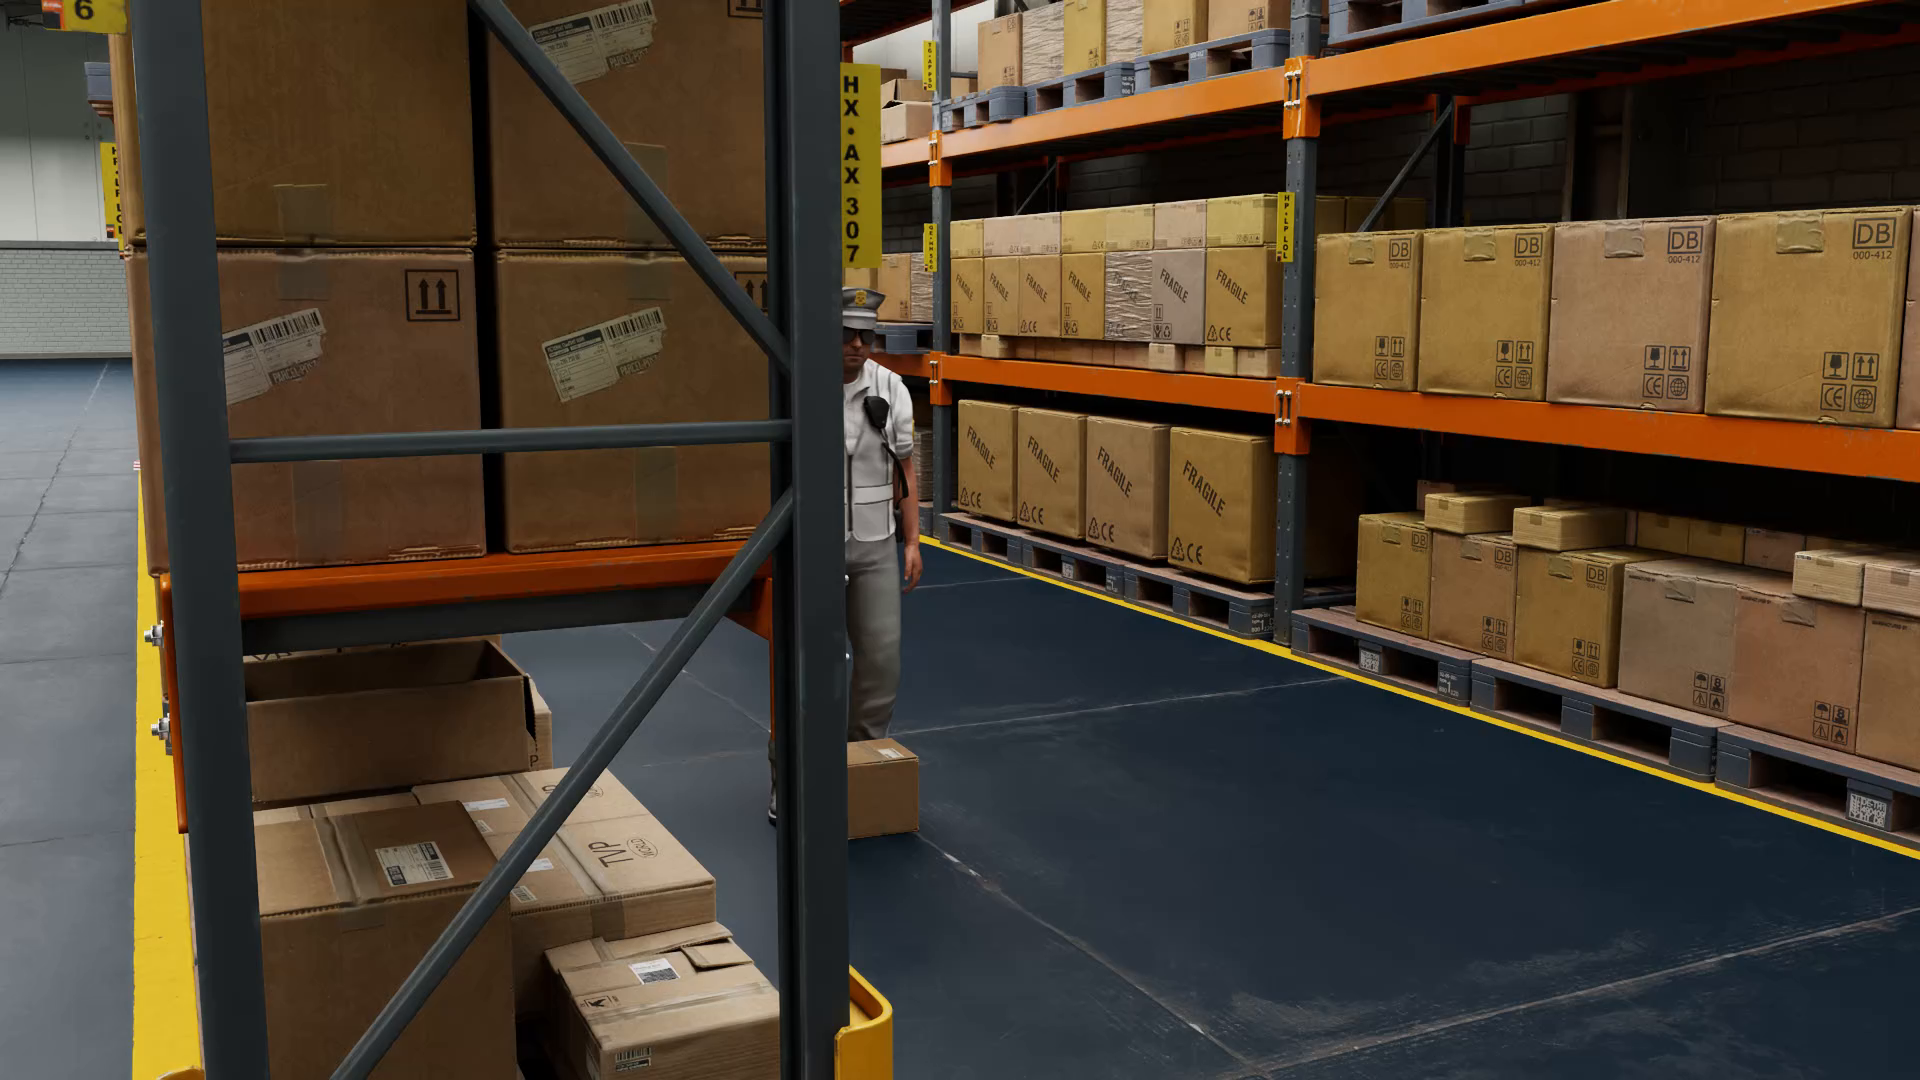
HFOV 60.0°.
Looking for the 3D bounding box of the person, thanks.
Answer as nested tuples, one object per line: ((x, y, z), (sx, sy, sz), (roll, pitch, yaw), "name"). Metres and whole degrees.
((-0.413, 0.034, 5.583), (0.587, 1.748, 0.436), (-3, 9, -22), "person")
